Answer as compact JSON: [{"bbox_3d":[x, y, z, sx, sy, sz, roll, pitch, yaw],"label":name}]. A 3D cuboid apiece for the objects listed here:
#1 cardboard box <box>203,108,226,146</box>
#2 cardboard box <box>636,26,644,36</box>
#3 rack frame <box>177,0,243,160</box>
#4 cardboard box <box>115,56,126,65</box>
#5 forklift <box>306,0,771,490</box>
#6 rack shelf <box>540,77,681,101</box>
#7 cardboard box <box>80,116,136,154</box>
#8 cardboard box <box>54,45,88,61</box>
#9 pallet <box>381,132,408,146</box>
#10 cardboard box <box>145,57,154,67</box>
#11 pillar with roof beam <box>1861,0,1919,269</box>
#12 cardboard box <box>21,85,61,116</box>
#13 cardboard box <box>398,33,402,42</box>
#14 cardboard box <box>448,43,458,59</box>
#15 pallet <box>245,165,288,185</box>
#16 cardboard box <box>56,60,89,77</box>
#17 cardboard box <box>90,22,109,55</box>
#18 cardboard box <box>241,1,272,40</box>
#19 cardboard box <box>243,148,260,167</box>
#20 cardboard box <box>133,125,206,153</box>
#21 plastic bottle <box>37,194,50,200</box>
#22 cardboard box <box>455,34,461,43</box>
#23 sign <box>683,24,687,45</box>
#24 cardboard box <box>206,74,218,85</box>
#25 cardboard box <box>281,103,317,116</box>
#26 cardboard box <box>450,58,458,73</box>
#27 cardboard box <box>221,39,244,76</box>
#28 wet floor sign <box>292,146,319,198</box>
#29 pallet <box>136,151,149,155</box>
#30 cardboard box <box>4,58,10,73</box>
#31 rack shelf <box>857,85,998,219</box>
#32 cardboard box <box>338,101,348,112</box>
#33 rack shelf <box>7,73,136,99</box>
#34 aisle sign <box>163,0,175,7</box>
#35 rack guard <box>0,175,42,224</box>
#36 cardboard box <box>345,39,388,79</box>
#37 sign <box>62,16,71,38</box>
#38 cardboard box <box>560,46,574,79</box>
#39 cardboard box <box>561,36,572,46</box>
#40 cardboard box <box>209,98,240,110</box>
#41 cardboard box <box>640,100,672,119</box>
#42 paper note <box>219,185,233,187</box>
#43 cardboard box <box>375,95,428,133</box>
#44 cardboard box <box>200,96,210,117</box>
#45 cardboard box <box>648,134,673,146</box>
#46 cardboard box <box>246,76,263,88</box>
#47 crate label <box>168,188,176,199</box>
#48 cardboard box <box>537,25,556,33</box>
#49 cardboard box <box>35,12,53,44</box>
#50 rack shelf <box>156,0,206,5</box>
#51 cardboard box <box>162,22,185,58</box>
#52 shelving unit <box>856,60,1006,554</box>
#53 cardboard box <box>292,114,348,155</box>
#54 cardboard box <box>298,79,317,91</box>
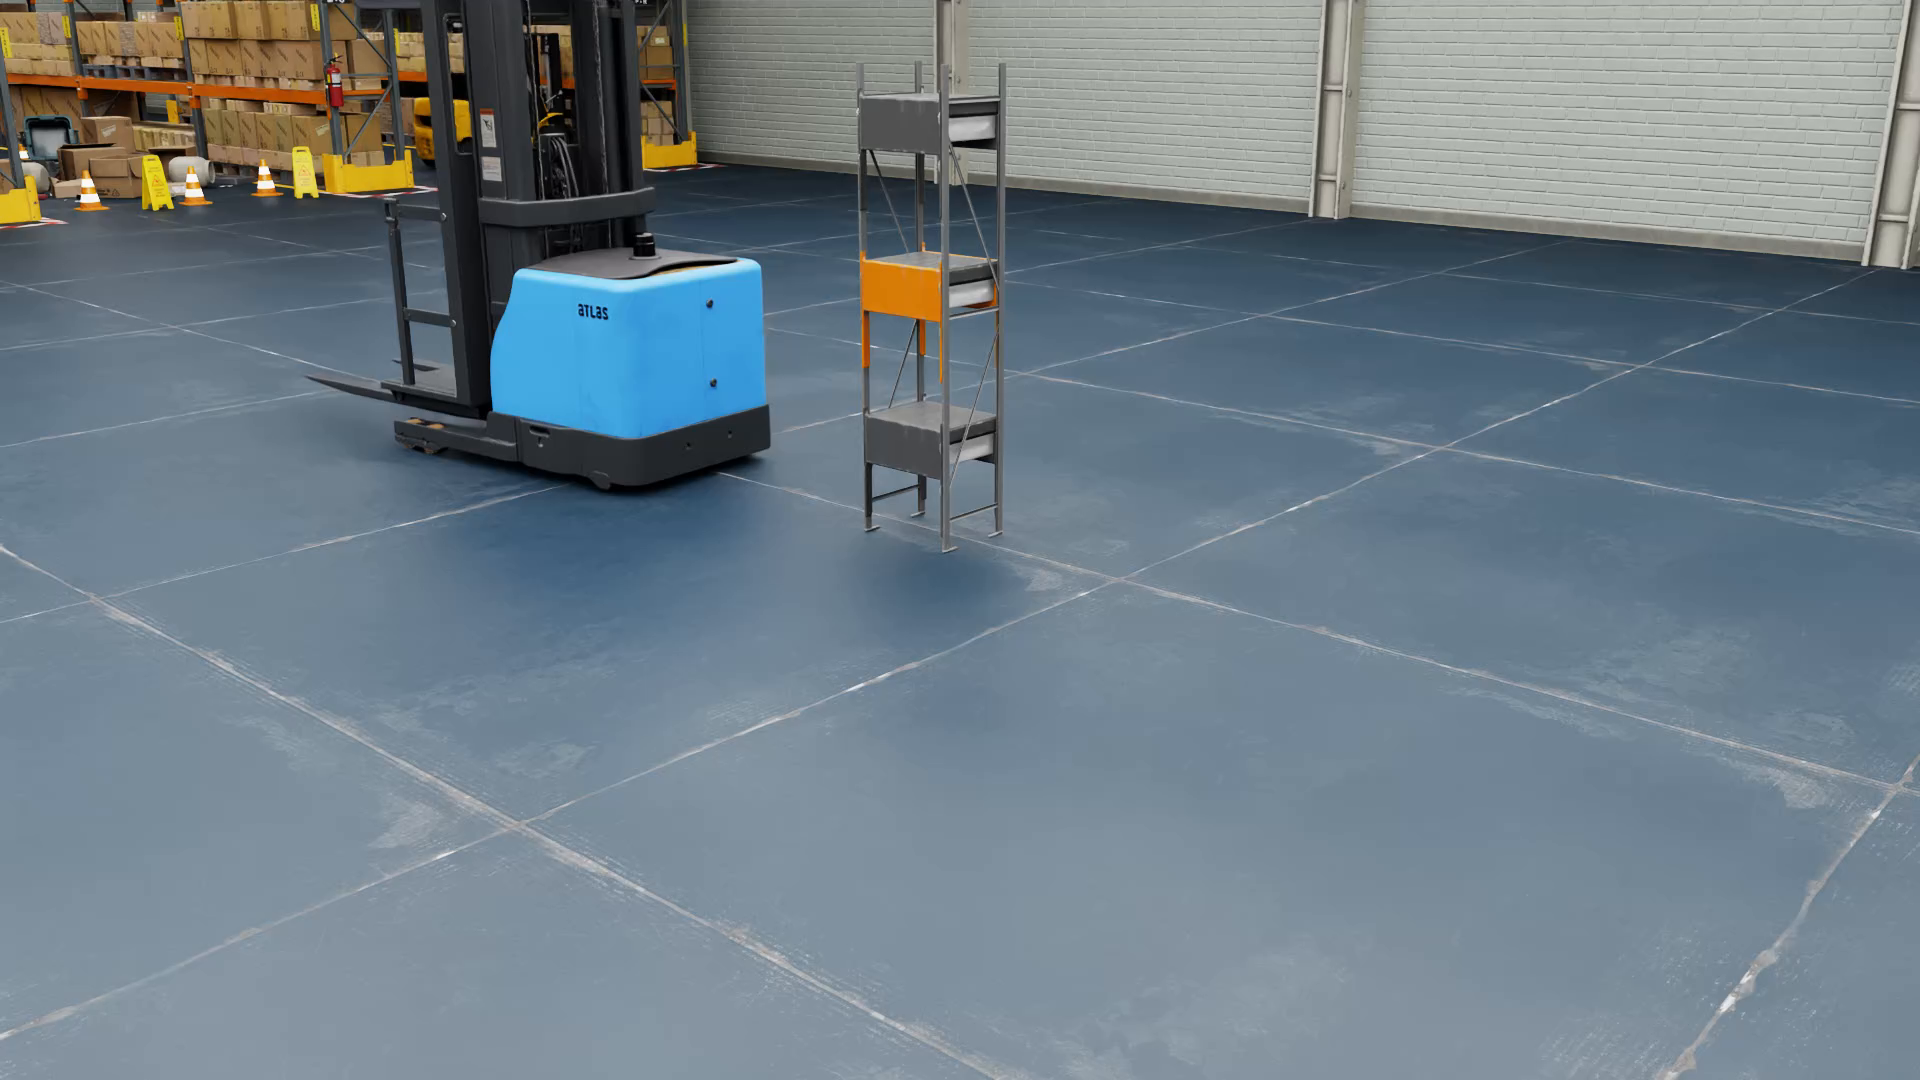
[{"bbox_3d":[-10.707,-6.066,24.378,0.500,0.500,0.500,16,24,42],"label":"cardboard box"},{"bbox_3d":[-5.094,-7.842,25.634,0.250,0.149,0.380,15,23,39],"label":"cardboard box"},{"bbox_3d":[-10.970,-6.999,24.705,0.127,3.000,1.000,15,23,39],"label":"rack frame"},{"bbox_3d":[-13.054,-7.554,26.178,0.380,0.149,0.250,-17,24,-42],"label":"cardboard box"},{"bbox_3d":[-2.509,-1.980,9.006,3.031,2.935,1.130,12,21,34],"label":"forklift"},{"bbox_3d":[-6.182,-7.378,27.090,4.000,0.370,1.077,15,23,39],"label":"rack shelf"},{"bbox_3d":[-12.129,-5.759,23.681,0.500,0.500,0.500,15,23,39],"label":"cardboard box"},{"bbox_3d":[-14.492,-8.008,27.308,0.500,0.250,0.500,15,23,39],"label":"cardboard box"},{"bbox_3d":[-10.080,-7.422,30.650,1.213,0.211,1.003,15,23,39],"label":"pallet"},{"bbox_3d":[-12.133,-7.271,25.284,0.250,0.149,0.380,15,23,40],"label":"cardboard box"},{"bbox_3d":[5.997,-5.934,11.434,0.400,9.000,9.100,15,23,39],"label":"pillar with roof beam"},{"bbox_3d":[-15.755,-7.506,29.123,0.875,0.875,0.875,16,24,41],"label":"cardboard box"},{"bbox_3d":[-9.805,-8.959,29.646,0.250,0.149,0.380,15,23,40],"label":"cardboard box"},{"bbox_3d":[-8.604,-8.432,28.642,0.500,0.250,0.500,14,23,38],"label":"cardboard box"},{"bbox_3d":[-9.527,-5.298,23.955,1.213,0.211,1.003,15,23,39],"label":"pallet"},{"bbox_3d":[-14.512,-7.773,27.393,0.500,0.250,0.500,14,22,37],"label":"cardboard box"},{"bbox_3d":[-13.384,-7.946,26.338,0.500,0.500,0.500,17,24,42],"label":"cardboard box"},{"bbox_3d":[-9.328,-7.097,22.705,0.500,0.500,0.700,15,23,39],"label":"cardboard box"},{"bbox_3d":[-9.902,-5.498,23.828,0.500,0.250,0.500,15,23,39],"label":"cardboard box"},{"bbox_3d":[-12.425,-6.334,26.260,0.625,0.372,0.950,16,24,41],"label":"cardboard box"},{"bbox_3d":[-11.888,-4.418,21.432,0.133,0.061,0.283,7,19,21],"label":"plastic bottle"},{"bbox_3d":[-8.434,-8.606,28.533,0.250,0.149,0.380,15,23,39],"label":"cardboard box"},{"bbox_3d":[-4.313,-7.894,25.964,0.005,0.325,0.100,15,23,39],"label":"sign"},{"bbox_3d":[-10.723,-6.704,24.192,0.250,0.149,0.380,16,24,41],"label":"cardboard box"},{"bbox_3d":[-9.069,-5.912,22.821,0.250,0.149,0.380,16,24,41],"label":"cardboard box"},{"bbox_3d":[-8.608,-8.192,28.715,0.500,0.250,0.500,15,23,39],"label":"cardboard box"},{"bbox_3d":[-10.068,-6.837,23.540,0.500,0.500,0.500,15,23,39],"label":"cardboard box"},{"bbox_3d":[-8.546,-4.793,21.648,0.267,0.644,0.232,-9,20,-27],"label":"wet floor sign"},{"bbox_3d":[-12.470,-6.070,26.390,1.213,0.211,1.003,15,23,39],"label":"pallet"},{"bbox_3d":[-16.411,-8.282,28.996,0.500,0.250,0.500,14,23,38],"label":"cardboard box"},{"bbox_3d":[-0.124,-1.688,7.191,0.480,0.518,0.431,15,23,39],"label":"rack shelf"},{"bbox_3d":[-11.496,-8.073,31.530,0.500,0.500,0.500,15,23,38],"label":"cardboard box"},{"bbox_3d":[-15.457,-7.860,28.610,4.000,0.370,1.077,15,23,39],"label":"rack shelf"},{"bbox_3d":[-16.899,-11.718,35.279,0.004,0.787,0.394,15,23,39],"label":"aisle sign"},{"bbox_3d":[-11.170,-3.859,18.945,0.348,0.500,1.175,15,23,39],"label":"rack guard"},{"bbox_3d":[-8.148,-6.543,22.612,0.500,0.500,0.500,15,23,38],"label":"cardboard box"},{"bbox_3d":[-14.327,-8.227,26.663,0.005,0.325,0.100,15,23,39],"label":"sign"},{"bbox_3d":[-5.994,-7.615,26.483,0.500,0.500,0.500,14,23,38],"label":"cardboard box"},{"bbox_3d":[-6.107,-7.934,26.416,0.250,0.149,0.380,15,23,40],"label":"cardboard box"},{"bbox_3d":[-10.654,-6.336,24.158,0.250,0.149,0.380,15,23,40],"label":"cardboard box"},{"bbox_3d":[-4.920,-6.825,26.356,0.500,0.250,0.500,15,23,38],"label":"cardboard box"},{"bbox_3d":[-10.160,-4.907,23.023,0.148,0.019,0.142,7,19,21],"label":"paper note"},{"bbox_3d":[-10.212,-7.865,30.668,0.625,0.625,0.875,16,24,41],"label":"cardboard box"},{"bbox_3d":[-15.645,-9.216,35.130,0.500,0.500,0.700,16,24,41],"label":"cardboard box"},{"bbox_3d":[-4.923,-6.352,26.518,0.500,0.250,0.500,15,23,39],"label":"cardboard box"},{"bbox_3d":[-9.789,-6.440,23.360,0.250,0.149,0.380,15,23,39],"label":"cardboard box"},{"bbox_3d":[-10.267,-4.450,21.407,0.298,0.136,0.250,4,18,11],"label":"crate label"},{"bbox_3d":[-6.620,-8.249,26.916,0.250,0.149,0.380,15,23,39],"label":"cardboard box"},{"bbox_3d":[-14.911,-8.472,27.529,0.500,0.500,0.500,16,23,40],"label":"cardboard box"},{"bbox_3d":[-15.157,-11.217,34.228,4.000,0.370,1.077,15,23,39],"label":"rack shelf"},{"bbox_3d":[-11.467,-7.429,24.710,0.500,0.500,0.500,15,23,38],"label":"cardboard box"},{"bbox_3d":[-0.124,-1.034,7.399,0.503,2.100,0.431,15,23,39],"label":"shelving unit"},{"bbox_3d":[-8.750,-5.544,22.734,0.500,0.500,0.500,15,23,40],"label":"cardboard box"},{"bbox_3d":[-8.663,-6.128,22.378,0.250,0.149,0.380,15,23,39],"label":"cardboard box"}]
